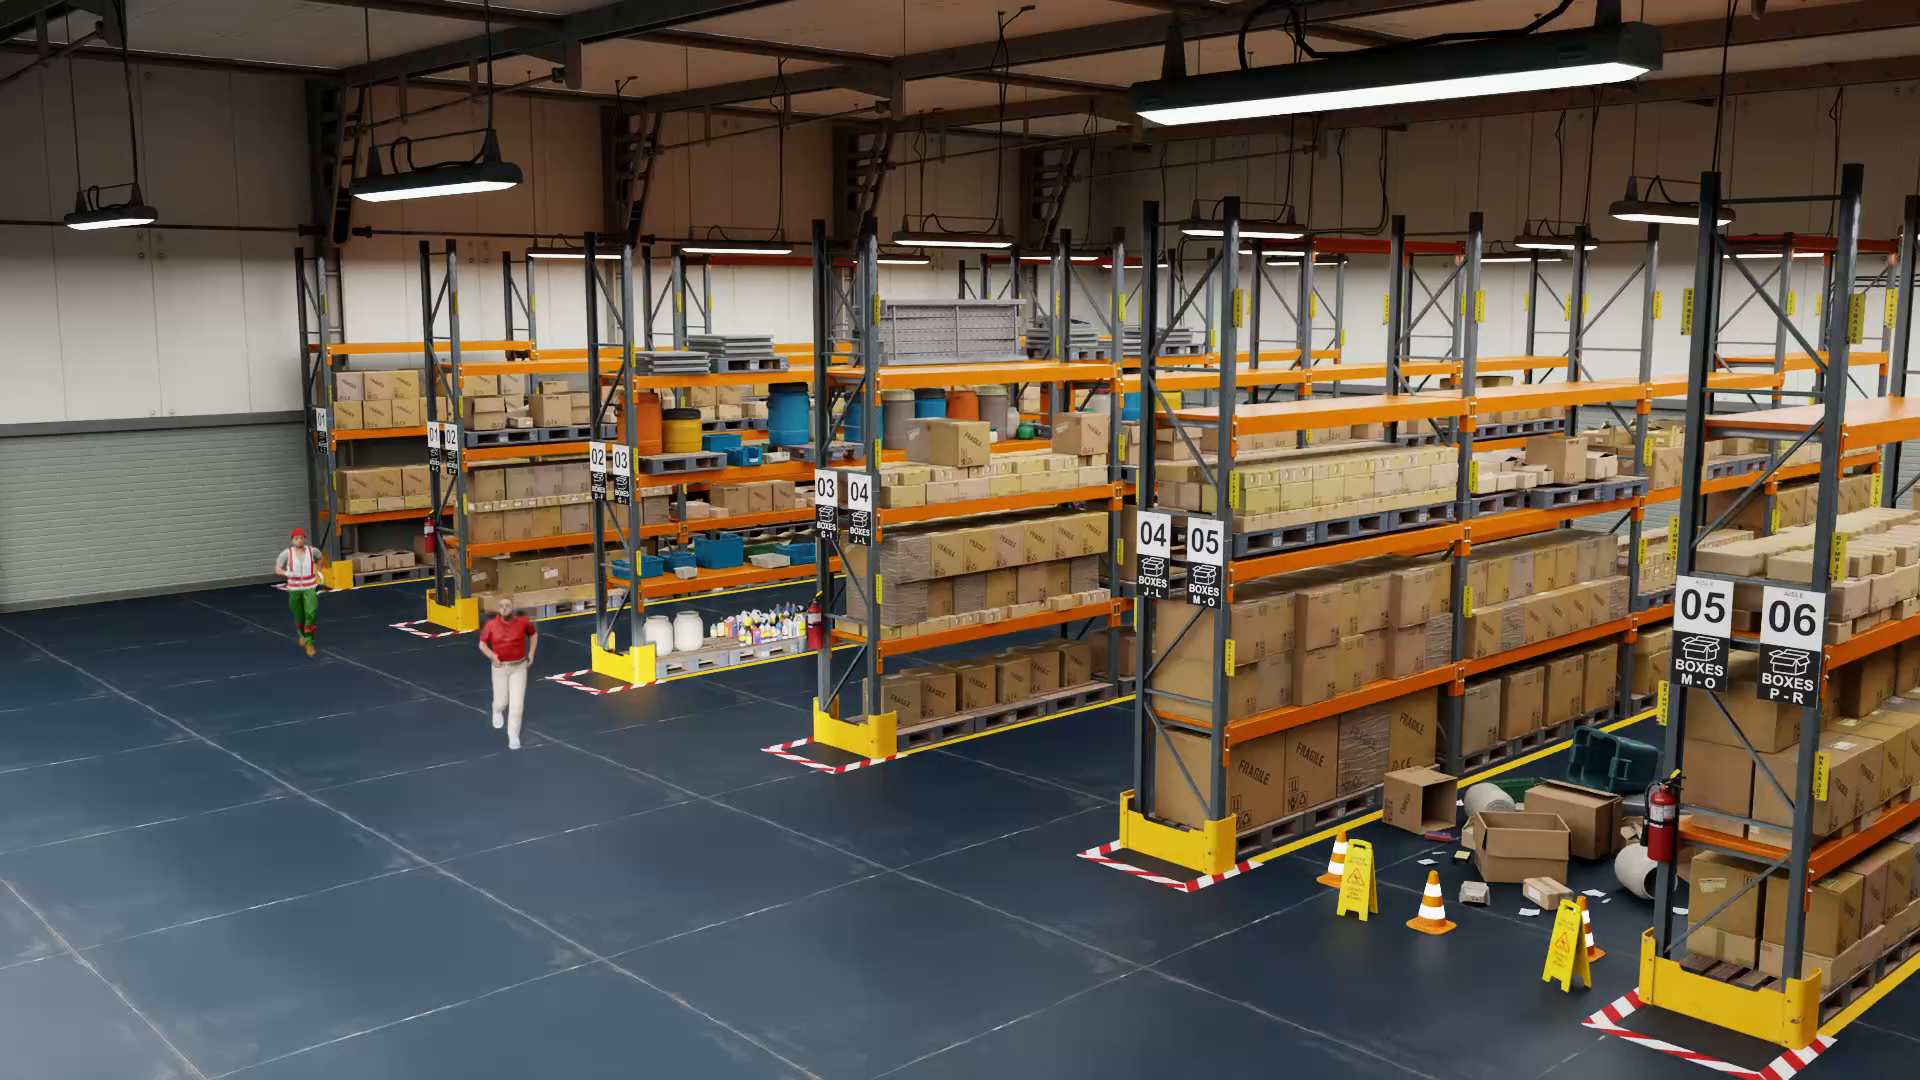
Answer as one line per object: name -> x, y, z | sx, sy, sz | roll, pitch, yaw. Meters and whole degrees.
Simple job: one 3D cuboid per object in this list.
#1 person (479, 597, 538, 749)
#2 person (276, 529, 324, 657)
person -> -5.249, 1.505, 19.394 | 0.671, 1.732, 0.870 | -2, 9, -15
person -> -9.573, 0.732, 24.142 | 0.637, 1.823, 0.881 | -3, 9, -19
